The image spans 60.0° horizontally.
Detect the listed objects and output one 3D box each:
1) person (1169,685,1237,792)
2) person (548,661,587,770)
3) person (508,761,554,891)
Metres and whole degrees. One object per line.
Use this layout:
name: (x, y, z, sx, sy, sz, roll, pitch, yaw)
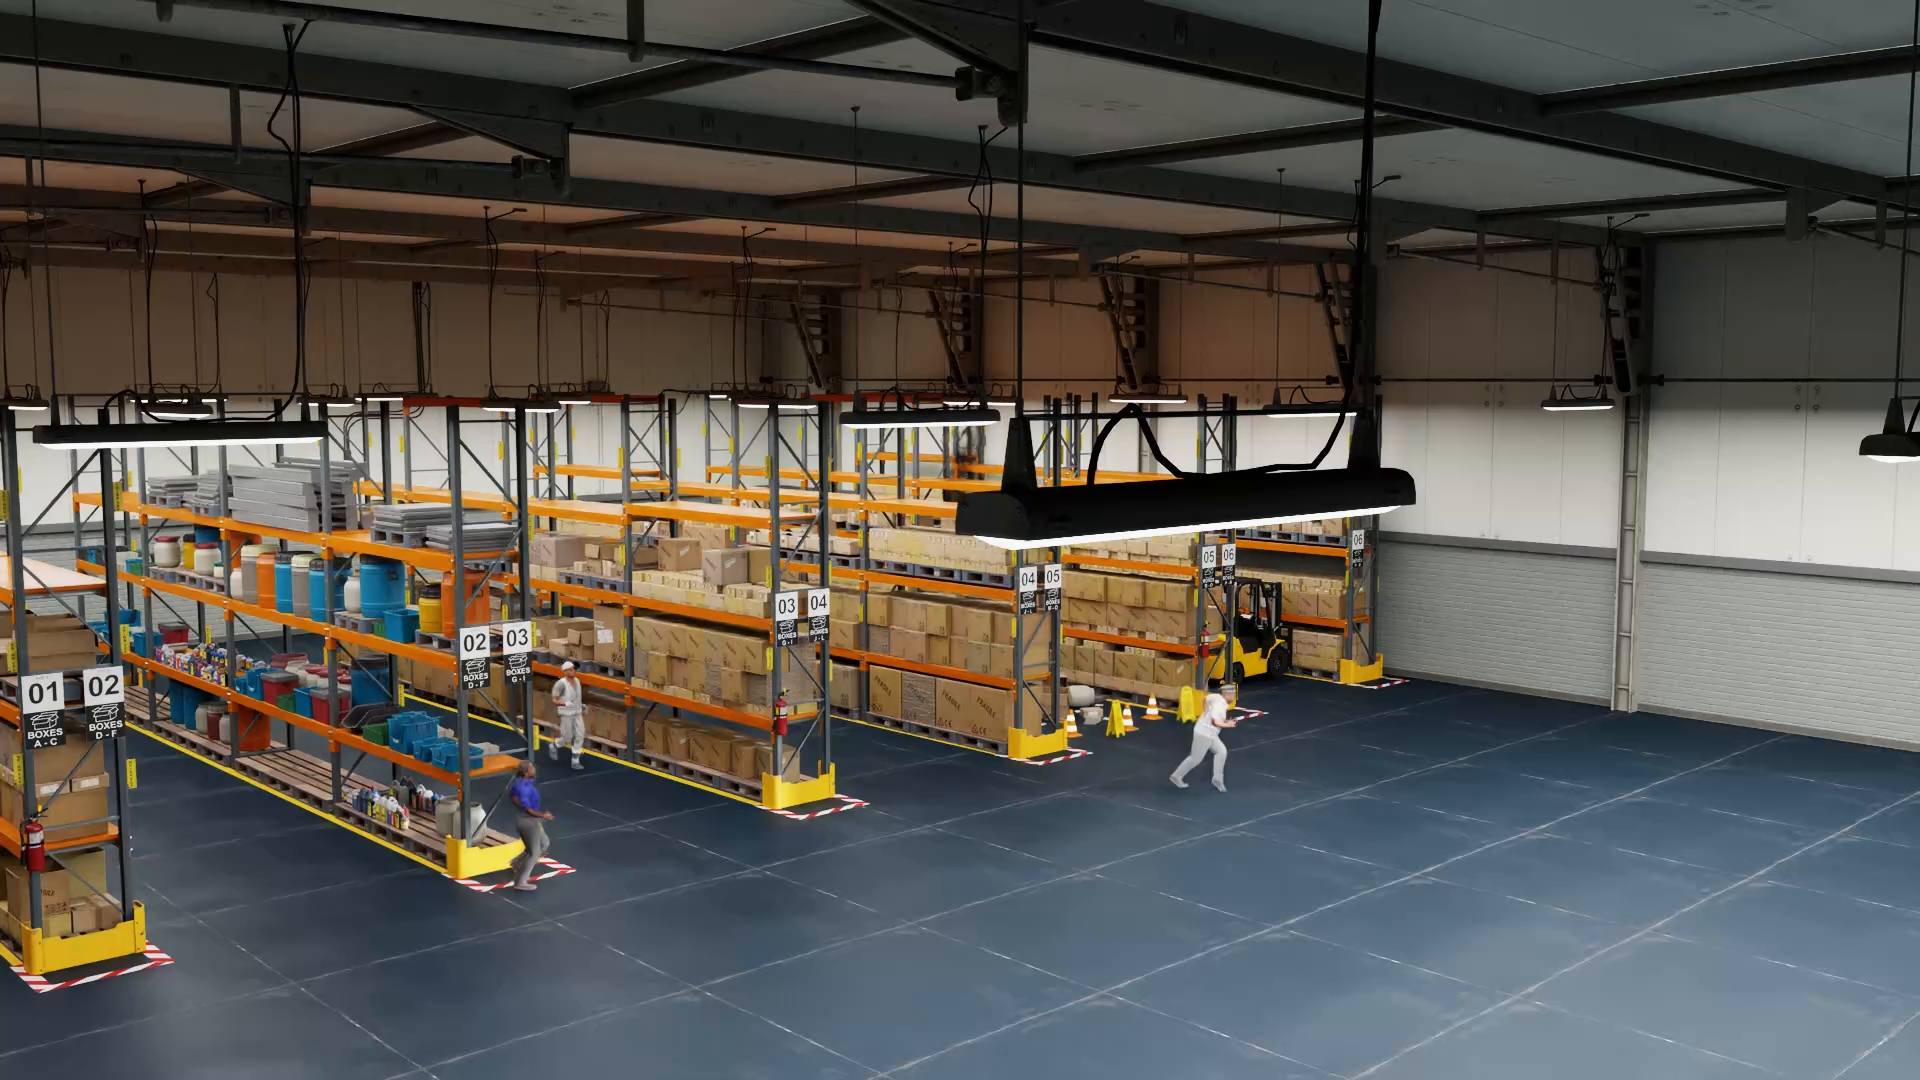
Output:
person: (3.746, 3.069, 25.611, 1.017, 1.719, 0.705, 1, 6, 8)
person: (-6.379, 2.839, 27.053, 0.790, 1.758, 0.658, 4, 7, 37)
person: (-5.340, 3.541, 20.690, 0.559, 1.612, 0.577, -2, 6, -21)
